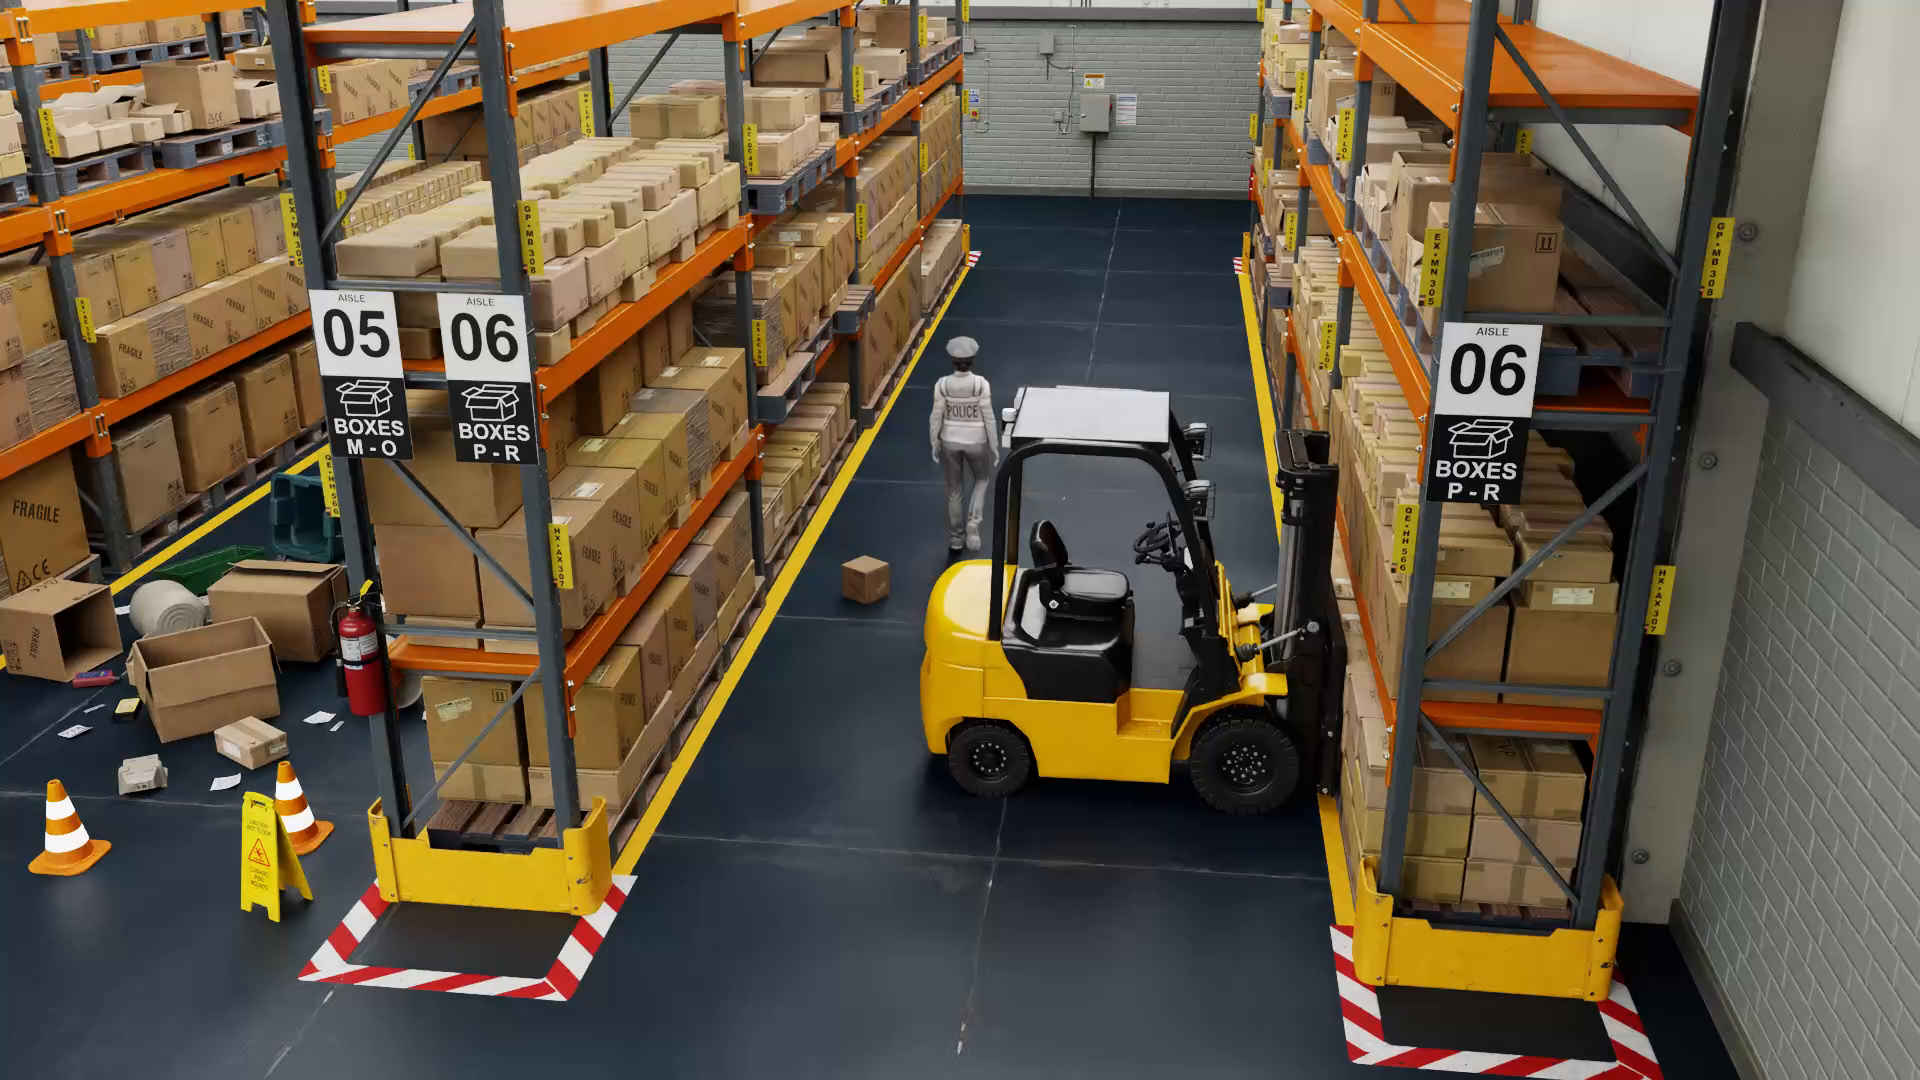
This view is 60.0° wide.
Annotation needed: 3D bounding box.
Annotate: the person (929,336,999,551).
[{"bbox_3d":[0.037,-0.737,12.895,0.547,1.675,0.437,2,21,6],"label":"person"}]
